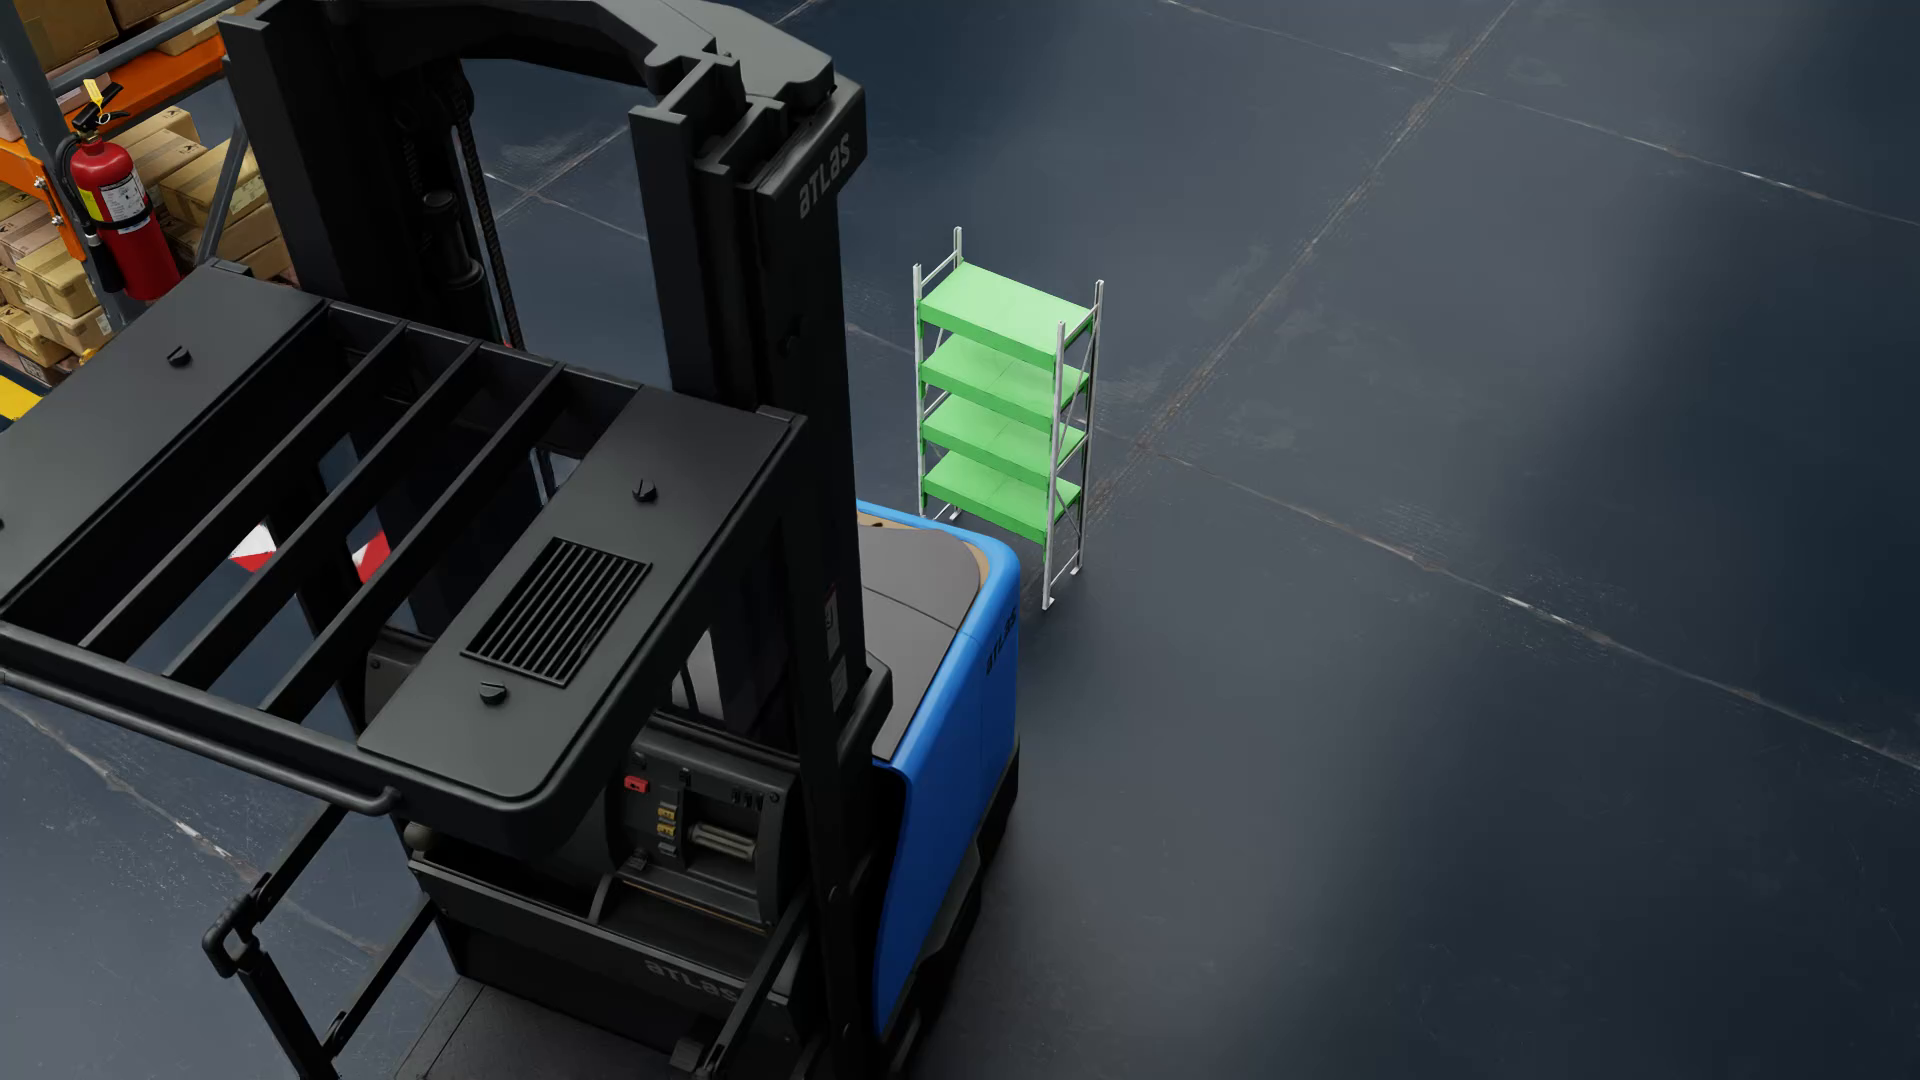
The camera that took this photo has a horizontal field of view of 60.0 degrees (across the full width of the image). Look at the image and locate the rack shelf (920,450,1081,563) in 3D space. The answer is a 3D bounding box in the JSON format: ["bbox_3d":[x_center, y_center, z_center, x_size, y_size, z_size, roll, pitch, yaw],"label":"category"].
[{"bbox_3d":[0.139,-0.142,5.475,0.480,0.148,0.258,25,51,22],"label":"rack shelf"}]

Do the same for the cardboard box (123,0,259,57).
[{"bbox_3d":[-2.591,-1.802,5.584,0.250,0.149,0.380,24,51,22],"label":"cardboard box"}]

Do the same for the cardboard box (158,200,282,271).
[{"bbox_3d":[-2.797,-1.180,6.293,0.250,0.149,0.380,27,52,24],"label":"cardboard box"}]

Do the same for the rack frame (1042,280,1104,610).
[{"bbox_3d":[0.345,-0.260,5.166,0.015,1.200,0.240,25,51,22],"label":"rack frame"}]

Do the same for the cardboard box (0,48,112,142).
[{"bbox_3d":[-2.922,-1.434,5.227,0.250,0.149,0.380,25,51,22],"label":"cardboard box"}]

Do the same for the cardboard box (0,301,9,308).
[{"bbox_3d":[-3.498,-0.989,6.315,0.250,0.149,0.380,24,51,22],"label":"cardboard box"}]

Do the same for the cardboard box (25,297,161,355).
[{"bbox_3d":[-3.093,-0.854,5.976,0.250,0.149,0.380,23,50,21],"label":"cardboard box"}]

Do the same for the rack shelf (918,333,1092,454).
[{"bbox_3d":[0.139,-0.477,5.131,0.480,0.148,0.258,25,51,22],"label":"rack shelf"}]

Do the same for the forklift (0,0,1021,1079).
[{"bbox_3d":[-0.840,0.595,3.128,1.130,2.935,3.031,16,48,15],"label":"forklift"}]

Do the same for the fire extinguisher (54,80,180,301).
[{"bbox_3d":[-2.532,-1.033,4.976,0.183,0.674,0.296,25,51,22],"label":"fire extinguisher"}]

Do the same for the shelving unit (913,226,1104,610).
[{"bbox_3d":[0.139,-0.354,5.257,0.503,1.200,0.258,25,51,22],"label":"shelving unit"}]

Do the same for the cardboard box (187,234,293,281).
[{"bbox_3d":[-2.763,-1.115,6.437,0.250,0.149,0.380,26,51,23],"label":"cardboard box"}]

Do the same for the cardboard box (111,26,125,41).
[{"bbox_3d":[-2.827,-1.875,5.656,0.250,0.149,0.380,26,51,23],"label":"cardboard box"}]

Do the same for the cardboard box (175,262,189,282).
[{"bbox_3d":[-3.028,-1.167,6.487,0.250,0.149,0.380,25,51,22],"label":"cardboard box"}]

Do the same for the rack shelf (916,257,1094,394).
[{"bbox_3d":[0.139,-0.644,4.959,0.480,0.148,0.258,25,51,22],"label":"rack shelf"}]

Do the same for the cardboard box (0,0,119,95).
[{"bbox_3d":[-3.012,-1.723,5.056,0.500,0.500,0.500,26,51,23],"label":"cardboard box"}]

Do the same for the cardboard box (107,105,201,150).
[{"bbox_3d":[-3.193,-1.543,6.438,0.250,0.149,0.380,25,51,22],"label":"cardboard box"}]

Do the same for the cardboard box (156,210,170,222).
[{"bbox_3d":[-2.998,-1.320,6.429,0.250,0.149,0.380,24,51,22],"label":"cardboard box"}]

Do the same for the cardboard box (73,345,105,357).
[{"bbox_3d":[-3.051,-0.797,6.128,0.250,0.149,0.380,26,51,23],"label":"cardboard box"}]

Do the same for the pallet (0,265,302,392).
[{"bbox_3d":[-3.224,-0.959,6.535,1.213,0.211,1.003,25,51,22],"label":"pallet"}]

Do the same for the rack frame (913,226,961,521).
[{"bbox_3d":[-0.066,-0.449,5.349,0.015,1.200,0.240,25,51,22],"label":"rack frame"}]

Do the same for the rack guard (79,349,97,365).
[{"bbox_3d":[-2.559,-0.724,6.105,0.348,0.500,1.175,25,51,22],"label":"rack guard"}]

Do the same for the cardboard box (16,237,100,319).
[{"bbox_3d":[-3.077,-0.978,5.889,0.250,0.149,0.380,25,51,23],"label":"cardboard box"}]

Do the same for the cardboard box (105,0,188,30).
[{"bbox_3d":[-2.724,-2.045,5.368,0.500,0.500,0.500,27,52,24],"label":"cardboard box"}]

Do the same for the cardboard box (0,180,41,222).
[{"bbox_3d":[-3.545,-1.133,6.040,0.250,0.149,0.380,24,50,21],"label":"cardboard box"}]

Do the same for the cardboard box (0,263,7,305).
[{"bbox_3d":[-3.532,-1.054,6.171,0.250,0.149,0.380,23,50,21],"label":"cardboard box"}]

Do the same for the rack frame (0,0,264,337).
[{"bbox_3d":[-2.495,-1.566,5.180,0.127,3.000,1.000,25,51,22],"label":"rack frame"}]

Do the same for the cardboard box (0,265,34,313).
[{"bbox_3d":[-3.284,-0.988,6.106,0.250,0.149,0.380,24,50,21],"label":"cardboard box"}]

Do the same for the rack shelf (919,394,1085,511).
[{"bbox_3d":[0.139,-0.310,5.303,0.480,0.148,0.258,25,51,22],"label":"rack shelf"}]

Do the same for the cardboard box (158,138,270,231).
[{"bbox_3d":[-2.753,-1.334,6.235,0.250,0.149,0.380,23,50,20],"label":"cardboard box"}]

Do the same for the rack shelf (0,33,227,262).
[{"bbox_3d":[-4.179,-2.089,6.190,4.000,0.370,1.077,25,51,22],"label":"rack shelf"}]

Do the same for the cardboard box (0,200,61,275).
[{"bbox_3d":[-3.258,-1.110,6.017,0.250,0.149,0.380,26,51,23],"label":"cardboard box"}]

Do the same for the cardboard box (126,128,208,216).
[{"bbox_3d":[-3.050,-1.368,6.268,0.250,0.149,0.380,26,51,23],"label":"cardboard box"}]

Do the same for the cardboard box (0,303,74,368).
[{"bbox_3d":[-3.322,-0.835,6.165,0.250,0.149,0.380,26,51,23],"label":"cardboard box"}]
